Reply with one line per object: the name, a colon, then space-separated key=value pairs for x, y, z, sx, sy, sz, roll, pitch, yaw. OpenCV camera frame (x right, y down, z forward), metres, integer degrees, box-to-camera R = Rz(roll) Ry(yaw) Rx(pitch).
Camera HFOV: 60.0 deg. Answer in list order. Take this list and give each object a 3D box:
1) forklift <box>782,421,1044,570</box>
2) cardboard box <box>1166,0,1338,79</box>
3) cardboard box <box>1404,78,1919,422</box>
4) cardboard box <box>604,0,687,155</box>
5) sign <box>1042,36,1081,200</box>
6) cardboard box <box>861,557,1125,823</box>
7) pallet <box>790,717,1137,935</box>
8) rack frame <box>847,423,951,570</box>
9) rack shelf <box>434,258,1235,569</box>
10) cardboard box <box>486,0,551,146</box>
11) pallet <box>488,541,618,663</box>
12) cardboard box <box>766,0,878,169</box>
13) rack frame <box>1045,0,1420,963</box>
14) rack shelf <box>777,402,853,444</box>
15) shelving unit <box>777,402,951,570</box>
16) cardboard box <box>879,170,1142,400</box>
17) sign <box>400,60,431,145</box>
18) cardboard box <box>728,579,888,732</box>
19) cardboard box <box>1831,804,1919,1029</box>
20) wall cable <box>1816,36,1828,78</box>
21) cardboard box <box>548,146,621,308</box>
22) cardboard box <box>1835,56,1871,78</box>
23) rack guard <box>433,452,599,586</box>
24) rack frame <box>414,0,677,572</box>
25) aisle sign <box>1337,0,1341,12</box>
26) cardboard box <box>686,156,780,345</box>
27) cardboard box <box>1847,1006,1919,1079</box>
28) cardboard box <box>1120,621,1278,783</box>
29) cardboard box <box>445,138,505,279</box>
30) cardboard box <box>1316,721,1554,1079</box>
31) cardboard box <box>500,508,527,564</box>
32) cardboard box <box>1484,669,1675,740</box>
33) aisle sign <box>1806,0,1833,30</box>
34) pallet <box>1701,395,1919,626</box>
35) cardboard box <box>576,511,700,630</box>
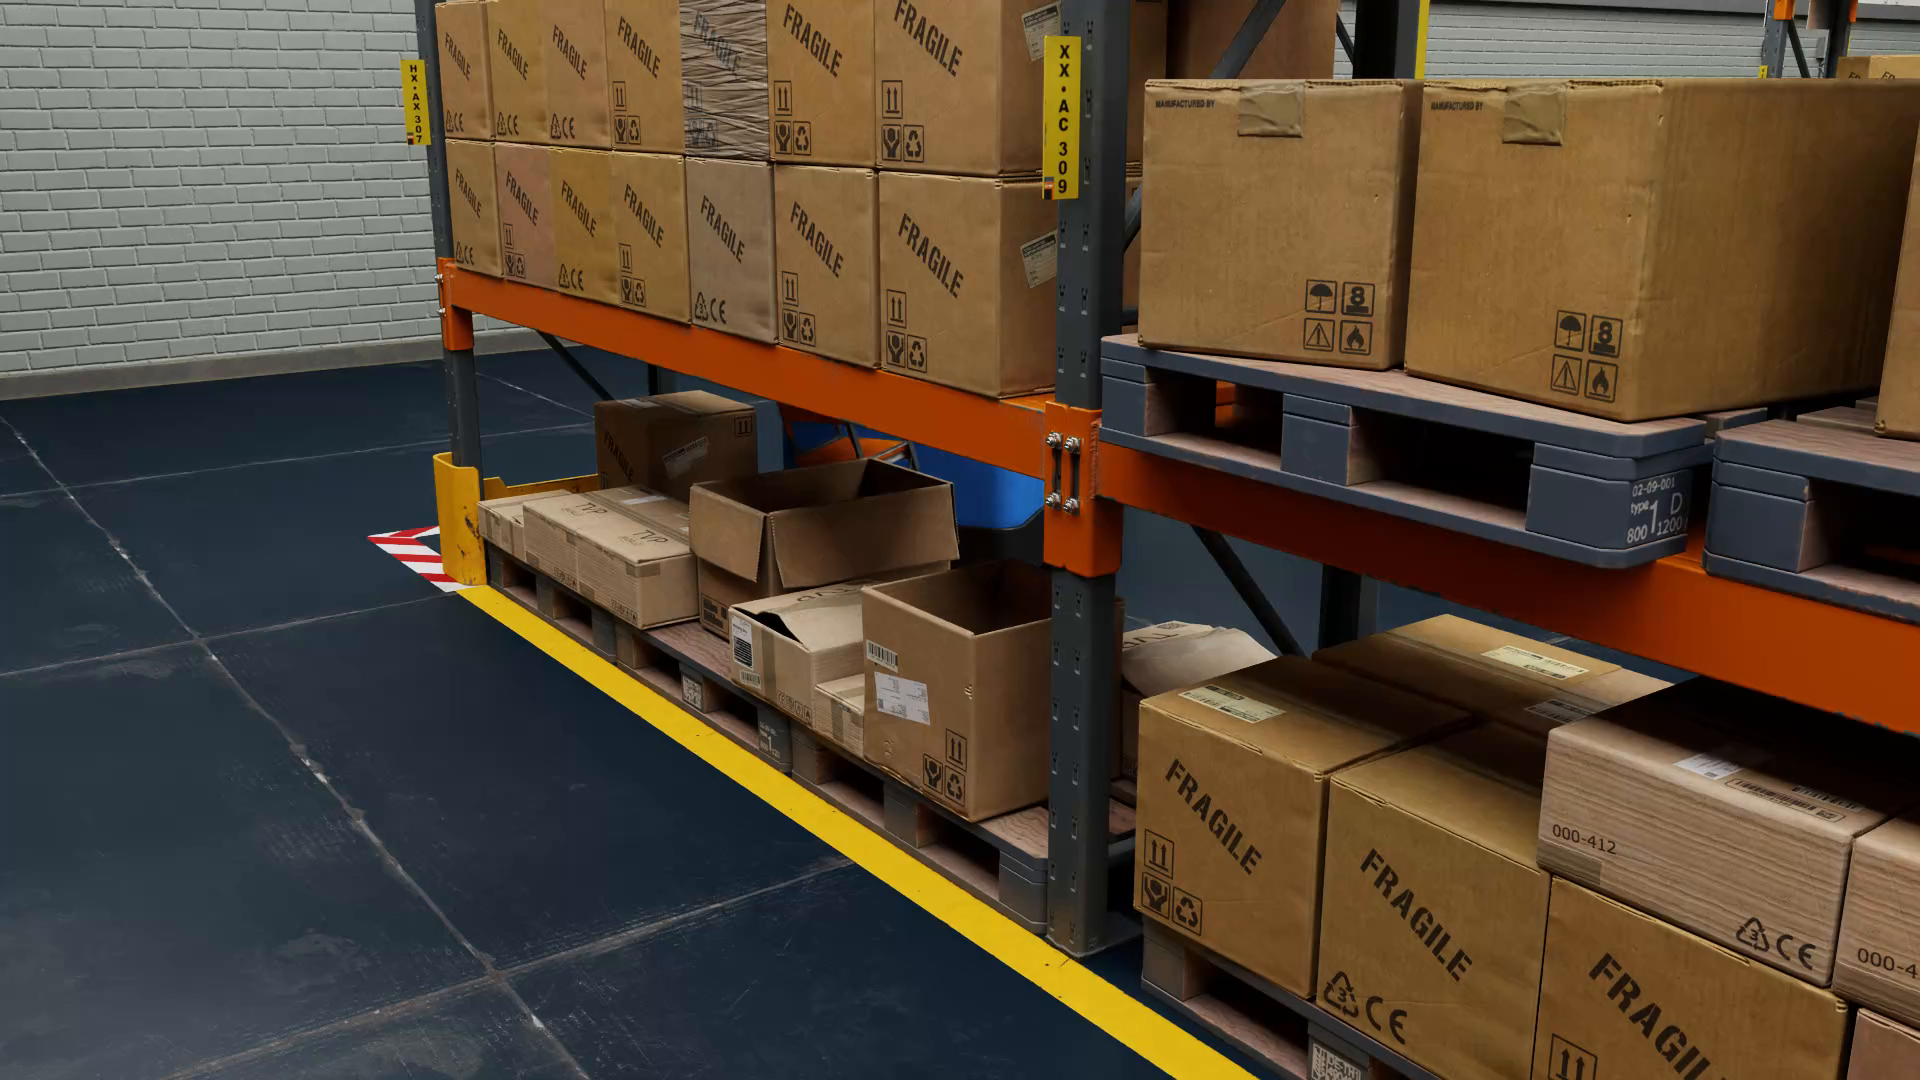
forklift: x=0.189 y=-1.571 z=7.763 sx=1.130 sy=2.935 sz=3.031 roll=5 pitch=16 yaw=17
cardboard box: x=0.598 y=-1.213 z=4.244 sx=0.500 sy=0.500 sz=0.500 roll=-10 pitch=18 yaw=-33
cardboard box: x=1.200 y=-0.516 z=2.796 sx=0.700 sy=0.500 sz=0.500 roll=-8 pitch=17 yaw=-26
cardboard box: x=-0.754 y=-1.461 z=5.149 sx=0.500 sy=0.500 sz=0.500 roll=-11 pitch=19 yaw=-35
sign: x=0.213 y=-0.870 z=3.434 sx=0.100 sy=0.325 sz=0.005 roll=-11 pitch=19 yaw=-35
cardboard box: x=0.083 y=0.377 z=4.417 sx=0.500 sy=0.500 sz=0.500 roll=-11 pitch=19 yaw=-35
pallet: x=0.244 y=0.660 z=4.766 sx=1.003 sy=0.211 sz=1.213 roll=-11 pitch=19 yaw=-35
rack frame: x=-0.276 y=-0.326 z=6.218 sx=0.240 sy=1.200 sz=0.015 roll=-27 pitch=20 yaw=-30
rack shelf: x=-0.529 y=-0.619 z=5.517 sx=1.077 sy=0.370 sz=4.000 roll=-11 pitch=19 yaw=-35
cardboard box: x=-1.344 y=-1.677 z=5.938 sx=0.500 sy=0.500 sz=0.500 roll=-11 pitch=19 yaw=-34
pallet: x=-1.191 y=0.139 z=6.670 sx=1.003 sy=0.211 sz=1.213 roll=-11 pitch=19 yaw=-35
cardboard box: x=-0.163 y=-1.246 z=4.362 sx=0.500 sy=0.500 sz=0.500 roll=-11 pitch=19 yaw=-36
rack frame: x=0.647 y=-0.539 z=3.862 sx=1.000 sy=3.000 sz=0.127 roll=-11 pitch=19 yaw=-35
rack shelf: x=-0.459 y=-0.492 z=6.369 sx=0.258 sy=0.148 sz=0.480 roll=-27 pitch=20 yaw=-30
shelving unit: x=-0.417 y=-0.349 z=6.416 sx=0.258 sy=1.200 sz=0.503 roll=-27 pitch=20 yaw=-30
cardboard box: x=0.146 y=-0.654 z=4.093 sx=0.500 sy=0.500 sz=0.500 roll=-10 pitch=18 yaw=-34
sign: x=-2.144 y=-1.726 z=6.560 sx=0.100 sy=0.325 sz=0.005 roll=-11 pitch=19 yaw=-35
cardboard box: x=-0.358 y=0.308 z=5.027 sx=0.500 sy=0.311 sz=0.500 roll=-11 pitch=19 yaw=-35
cardboard box: x=1.618 y=0.555 z=2.348 sx=0.500 sy=0.250 sz=0.500 roll=-11 pitch=19 yaw=-36
wall cable: x=12.132 y=-6.381 z=23.283 sx=0.588 sy=1.984 sz=0.122 roll=-11 pitch=19 yaw=-35
cardboard box: x=-1.057 y=-1.088 z=5.681 sx=0.500 sy=0.500 sz=0.500 roll=-11 pitch=19 yaw=-35
cardboard box: x=6.809 y=-3.299 z=12.248 sx=0.500 sy=0.500 sz=0.500 roll=-11 pitch=19 yaw=-34
rack guard: x=-1.660 y=-0.171 z=7.253 sx=1.175 sy=0.500 sz=0.348 roll=-11 pitch=19 yaw=-35
rack frame: x=-1.705 y=-1.393 z=6.982 sx=1.000 sy=3.000 sz=0.127 roll=-11 pitch=19 yaw=-35
aisle sign: x=2.021 y=-3.384 z=9.333 sx=0.394 sy=0.787 sz=0.004 roll=-11 pitch=19 yaw=-35
cardboard box: x=-0.463 y=-0.873 z=4.894 sx=0.500 sy=0.500 sz=0.500 roll=-10 pitch=18 yaw=-33
cardboard box: x=1.642 y=0.924 z=2.419 sx=0.500 sy=0.500 sz=0.500 roll=-12 pitch=19 yaw=-37
cardboard box: x=0.575 y=0.423 z=4.609 sx=0.500 sy=0.311 sz=0.500 roll=-11 pitch=19 yaw=-35
cardboard box: x=-1.657 y=-1.305 z=6.474 sx=0.500 sy=0.500 sz=0.500 roll=-10 pitch=18 yaw=-33
cardboard box: x=1.057 y=0.708 z=3.208 sx=0.500 sy=0.500 sz=0.500 roll=-11 pitch=19 yaw=-34
cardboard box: x=-1.590 y=-0.042 z=6.582 sx=0.380 sy=0.166 sz=0.250 roll=-11 pitch=19 yaw=-35
cardboard box: x=1.453 y=0.623 z=3.521 sx=0.500 sy=0.500 sz=0.500 roll=-11 pitch=19 yaw=-34
aisle sign: x=6.511 y=-4.245 z=12.481 sx=0.394 sy=0.787 sz=0.004 roll=-11 pitch=19 yaw=-35
pallet: x=1.852 y=-0.006 z=2.281 sx=1.003 sy=0.211 sz=1.213 roll=-11 pitch=19 yaw=-35
cardboard box: x=-1.027 y=0.095 z=5.922 sx=0.500 sy=0.250 sz=0.500 roll=-11 pitch=19 yaw=-35
